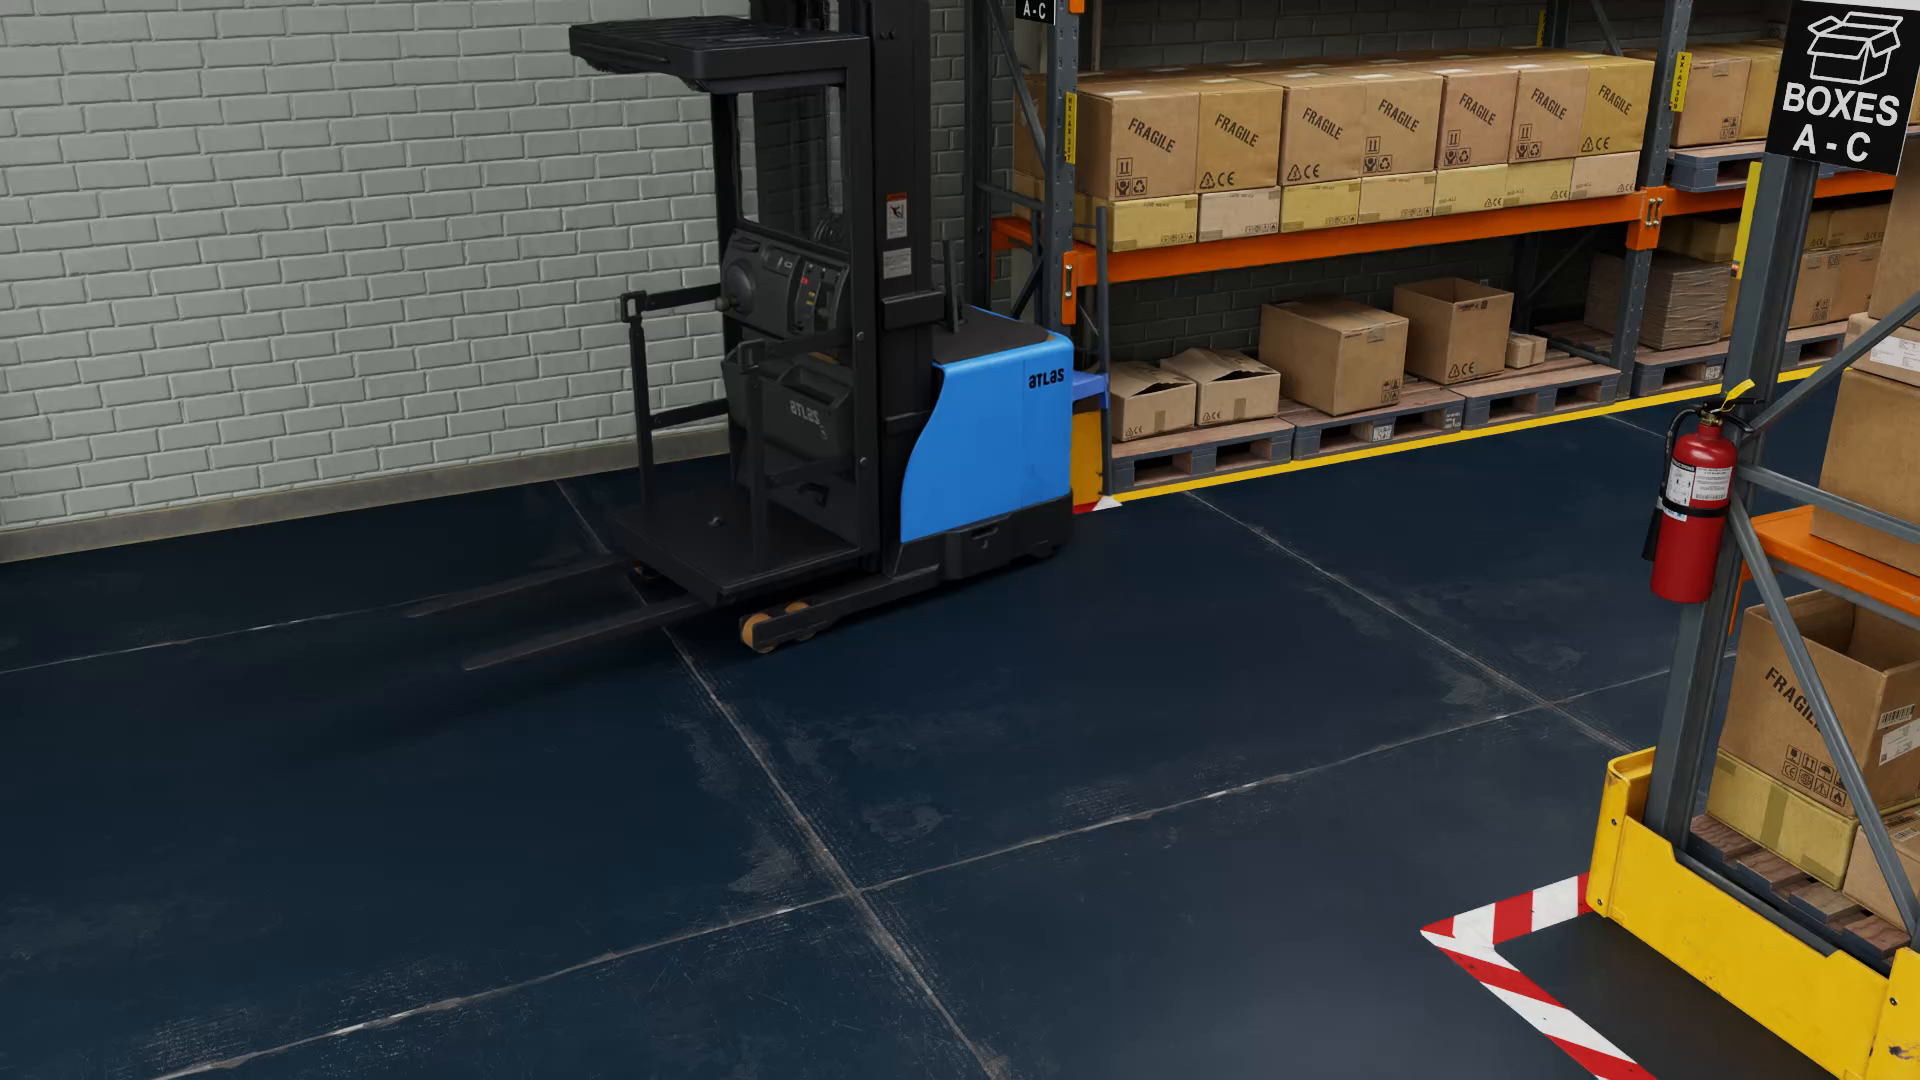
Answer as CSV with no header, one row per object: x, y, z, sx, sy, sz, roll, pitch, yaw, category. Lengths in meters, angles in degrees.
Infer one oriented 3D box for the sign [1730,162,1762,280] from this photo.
2.220,-0.884,4.641,0.005,0.325,0.100,-10,25,-24,sign

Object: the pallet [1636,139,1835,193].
4.648,-2.409,10.398,1.213,0.211,1.003,-10,25,-24,pallet

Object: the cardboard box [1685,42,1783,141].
4.876,-2.833,10.466,0.500,0.500,0.700,-8,24,-18,cardboard box

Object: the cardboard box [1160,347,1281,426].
1.468,-0.896,9.434,0.500,0.311,0.500,-8,24,-19,cardboard box

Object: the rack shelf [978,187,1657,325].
2.094,-1.756,9.512,4.000,0.370,1.077,-10,25,-24,rack shelf

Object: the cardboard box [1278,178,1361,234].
1.792,-1.842,8.948,0.500,0.250,0.500,-11,25,-24,cardboard box

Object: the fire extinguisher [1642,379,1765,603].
2.135,-0.155,4.804,0.183,0.674,0.296,-10,25,-24,fire extinguisher

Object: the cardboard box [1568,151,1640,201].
3.600,-2.178,9.759,0.500,0.250,0.500,-10,25,-23,cardboard box

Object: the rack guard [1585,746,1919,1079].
2.422,1.108,4.919,0.348,0.500,1.175,-10,25,-24,rack guard

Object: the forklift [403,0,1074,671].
-0.927,-1.100,7.076,3.031,2.935,1.130,-17,28,-35,forklift

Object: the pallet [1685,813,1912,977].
3.114,1.096,5.325,1.213,0.211,1.003,-10,25,-24,pallet

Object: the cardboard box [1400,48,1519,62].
2.914,-2.617,9.839,0.500,0.500,0.500,-11,25,-24,cardboard box

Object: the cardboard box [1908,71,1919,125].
5.968,-3.038,10.961,0.500,0.500,0.700,-10,25,-24,cardboard box

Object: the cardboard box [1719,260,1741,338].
4.996,-1.700,11.127,0.500,0.500,0.700,-11,25,-25,cardboard box

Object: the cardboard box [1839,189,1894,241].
6.333,-2.269,11.521,0.500,0.250,0.500,-10,24,-23,cardboard box

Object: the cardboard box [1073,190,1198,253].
0.869,-1.669,8.529,0.500,0.250,0.500,-11,25,-25,cardboard box

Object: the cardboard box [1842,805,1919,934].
3.023,1.014,4.926,0.500,0.250,0.500,-10,25,-24,cardboard box

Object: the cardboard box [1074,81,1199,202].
0.852,-2.019,8.395,0.500,0.500,0.500,-10,25,-24,cardboard box

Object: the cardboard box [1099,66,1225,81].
1.082,-2.275,9.014,0.500,0.500,0.500,-10,25,-23,cardboard box

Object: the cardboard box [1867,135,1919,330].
2.917,-0.778,4.381,0.500,0.500,0.700,-10,25,-23,cardboard box

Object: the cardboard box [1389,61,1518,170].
2.698,-2.357,9.213,0.500,0.500,0.500,-11,25,-25,cardboard box

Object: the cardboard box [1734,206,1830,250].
5.414,-2.105,11.126,0.500,0.250,0.500,-11,25,-25,cardboard box

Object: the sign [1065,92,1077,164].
0.527,-1.970,7.956,0.005,0.325,0.100,-10,25,-24,sign

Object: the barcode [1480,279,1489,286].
3.305,-1.610,10.492,0.075,0.075,0.001,-10,25,-24,barcode

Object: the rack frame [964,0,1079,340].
0.292,-1.757,8.573,0.127,3.000,1.000,-10,25,-24,rack frame

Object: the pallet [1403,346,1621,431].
3.306,-1.009,10.411,1.213,0.211,1.003,-10,25,-24,pallet

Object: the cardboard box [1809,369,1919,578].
2.869,-0.170,4.608,0.500,0.500,0.700,-10,25,-24,cardboard box

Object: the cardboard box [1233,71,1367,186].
1.770,-2.181,8.787,0.500,0.500,0.500,-11,25,-25,cardboard box

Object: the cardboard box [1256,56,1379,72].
2.000,-2.446,9.426,0.500,0.500,0.500,-10,25,-23,cardboard box

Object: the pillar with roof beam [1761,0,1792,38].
7.821,-4.455,7.246,0.400,9.000,9.100,-10,25,-24,pillar with roof beam

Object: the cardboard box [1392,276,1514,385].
2.978,-1.283,10.121,0.500,0.500,0.500,-12,26,-28,cardboard box

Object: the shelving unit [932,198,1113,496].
0.205,-0.849,8.278,1.048,1.500,0.538,-21,27,-38,shelving unit

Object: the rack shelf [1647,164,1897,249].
5.698,-2.420,11.115,4.000,0.370,1.077,-10,25,-24,rack shelf

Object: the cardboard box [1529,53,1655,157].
3.604,-2.522,9.610,0.500,0.500,0.500,-10,25,-24,cardboard box

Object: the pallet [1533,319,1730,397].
4.597,-1.262,11.022,1.213,0.211,1.003,-10,25,-24,pallet

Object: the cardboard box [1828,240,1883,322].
5.924,-1.857,11.508,0.500,0.500,0.700,-11,25,-24,cardboard box

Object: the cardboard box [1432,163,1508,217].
2.701,-2.009,9.351,0.500,0.250,0.500,-11,25,-24,cardboard box

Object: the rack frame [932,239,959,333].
-0.167,-0.709,7.962,0.032,1.500,0.500,-21,27,-38,rack frame

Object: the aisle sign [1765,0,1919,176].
2.257,-1.342,4.171,0.004,0.787,0.394,-10,25,-24,aisle sign
